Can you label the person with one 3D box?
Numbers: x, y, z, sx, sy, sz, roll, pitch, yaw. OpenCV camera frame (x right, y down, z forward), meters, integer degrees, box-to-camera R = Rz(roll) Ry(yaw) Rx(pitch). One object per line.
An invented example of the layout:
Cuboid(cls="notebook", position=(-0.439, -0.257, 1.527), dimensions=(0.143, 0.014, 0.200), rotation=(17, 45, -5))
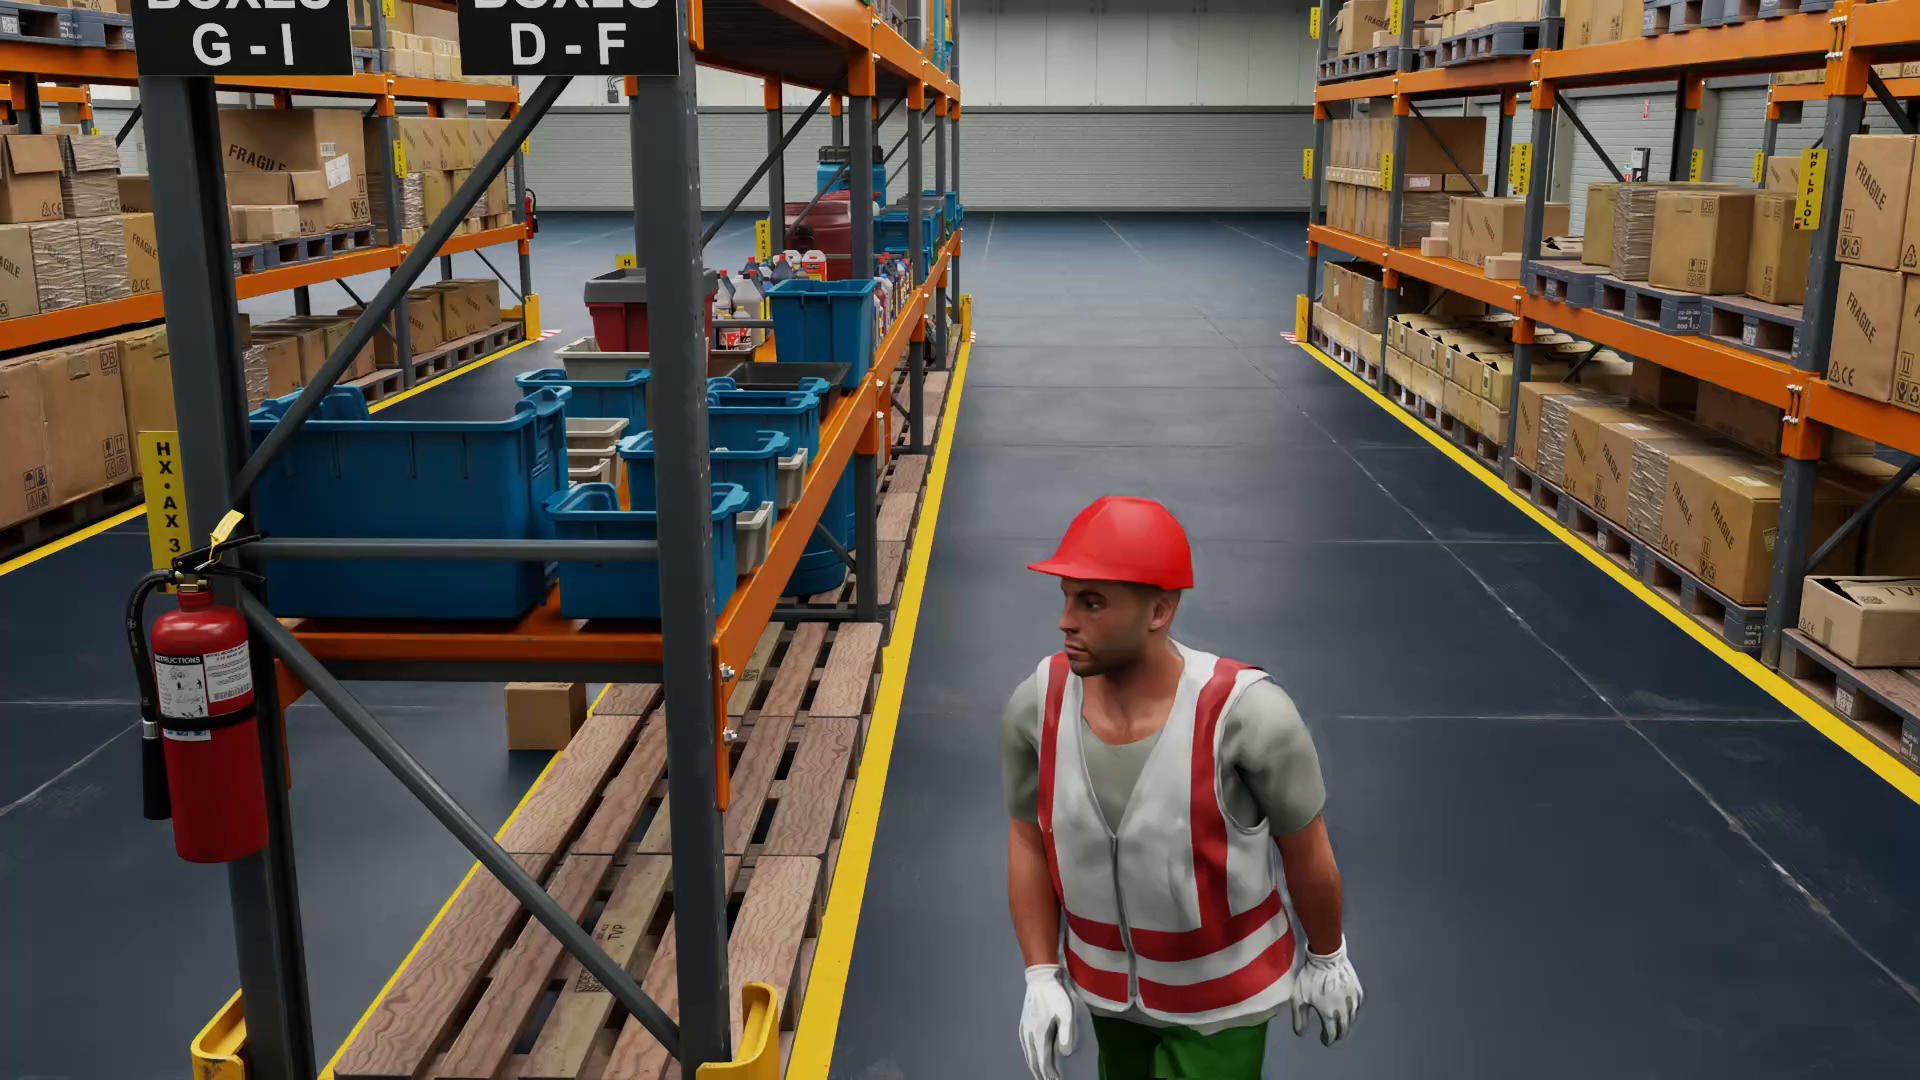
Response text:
Cuboid(cls="person", position=(0.309, 0.774, 2.807), dimensions=(0.571, 1.729, 0.968), rotation=(9, 16, 33))
